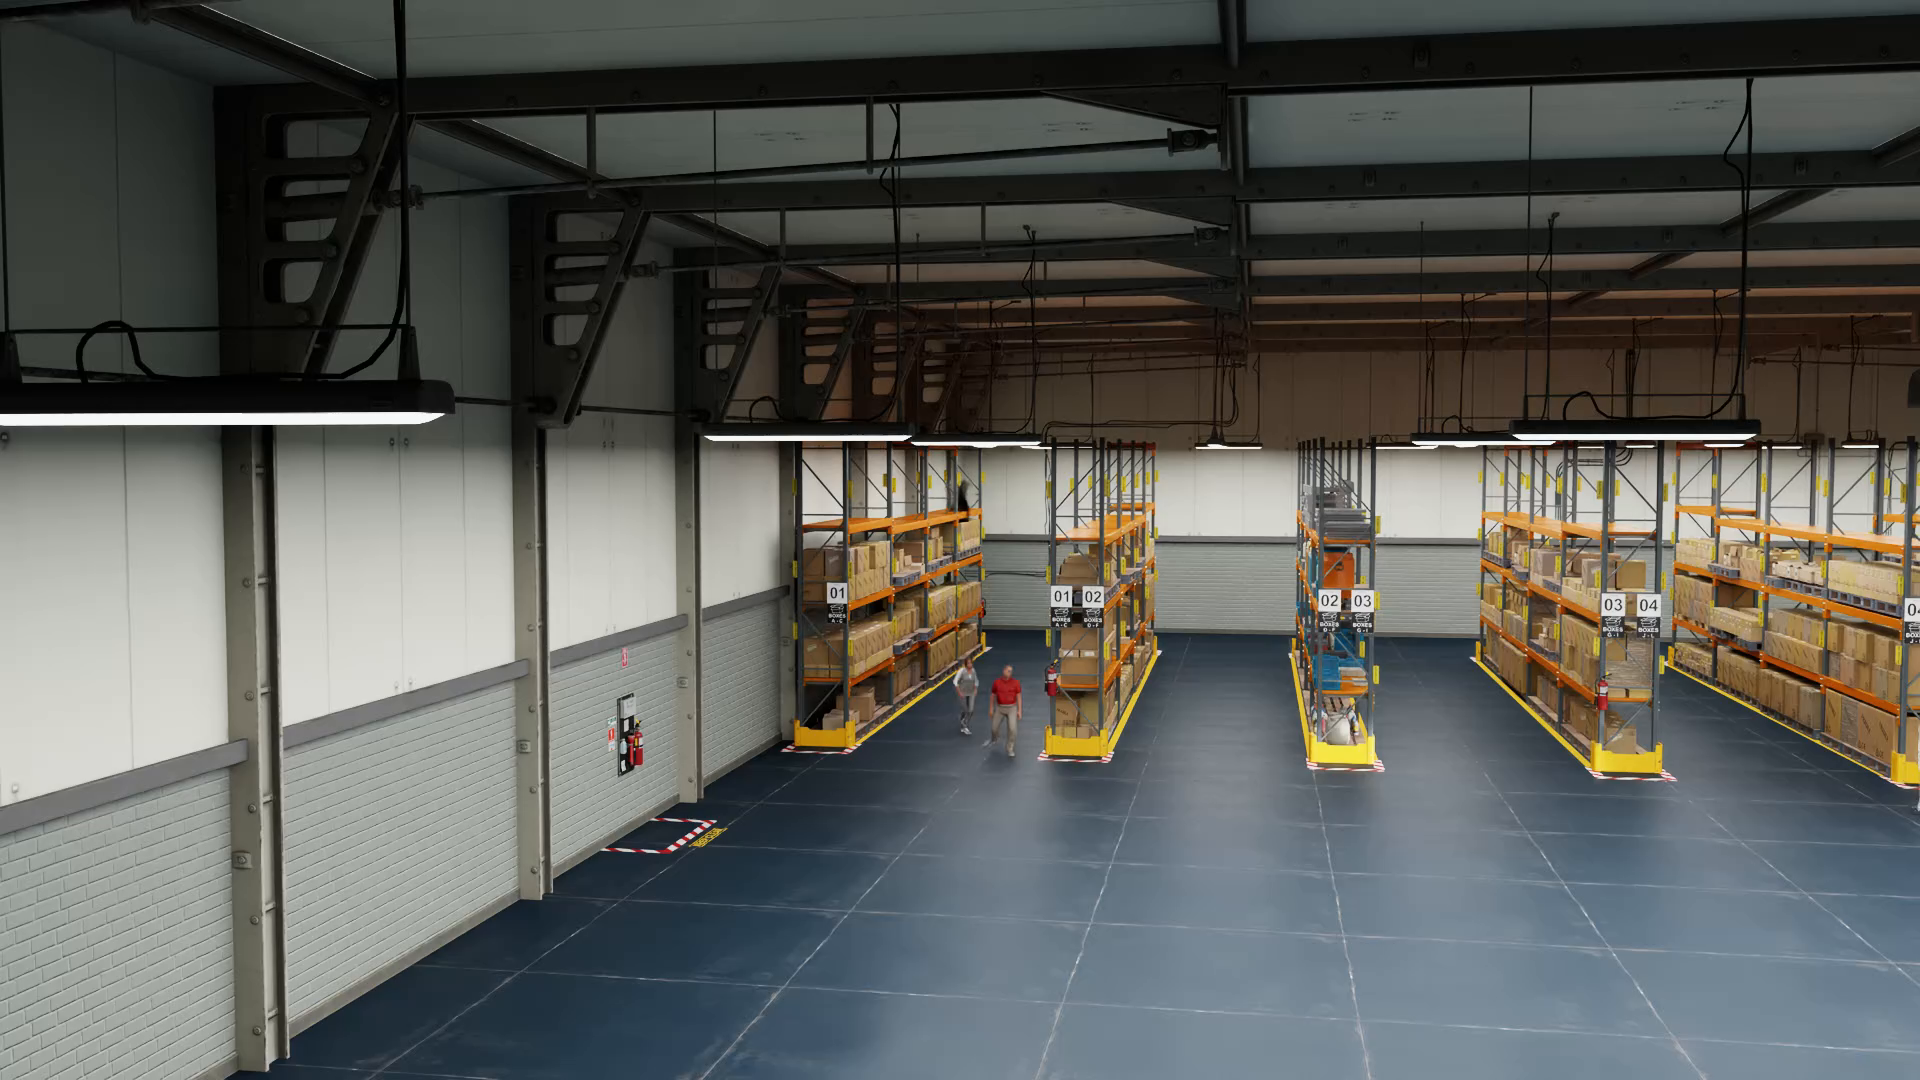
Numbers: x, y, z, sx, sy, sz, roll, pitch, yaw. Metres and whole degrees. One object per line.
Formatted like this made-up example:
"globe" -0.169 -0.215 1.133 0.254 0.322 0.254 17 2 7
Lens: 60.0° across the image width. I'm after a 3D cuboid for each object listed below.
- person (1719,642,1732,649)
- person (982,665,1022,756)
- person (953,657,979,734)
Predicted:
"person" 20.615 2.497 45.157 0.833 1.666 0.682 3 4 45
"person" 0.789 3.199 31.423 0.771 1.698 0.640 0 3 5
"person" 0.110 3.161 33.942 0.572 1.570 0.533 -1 3 -18
